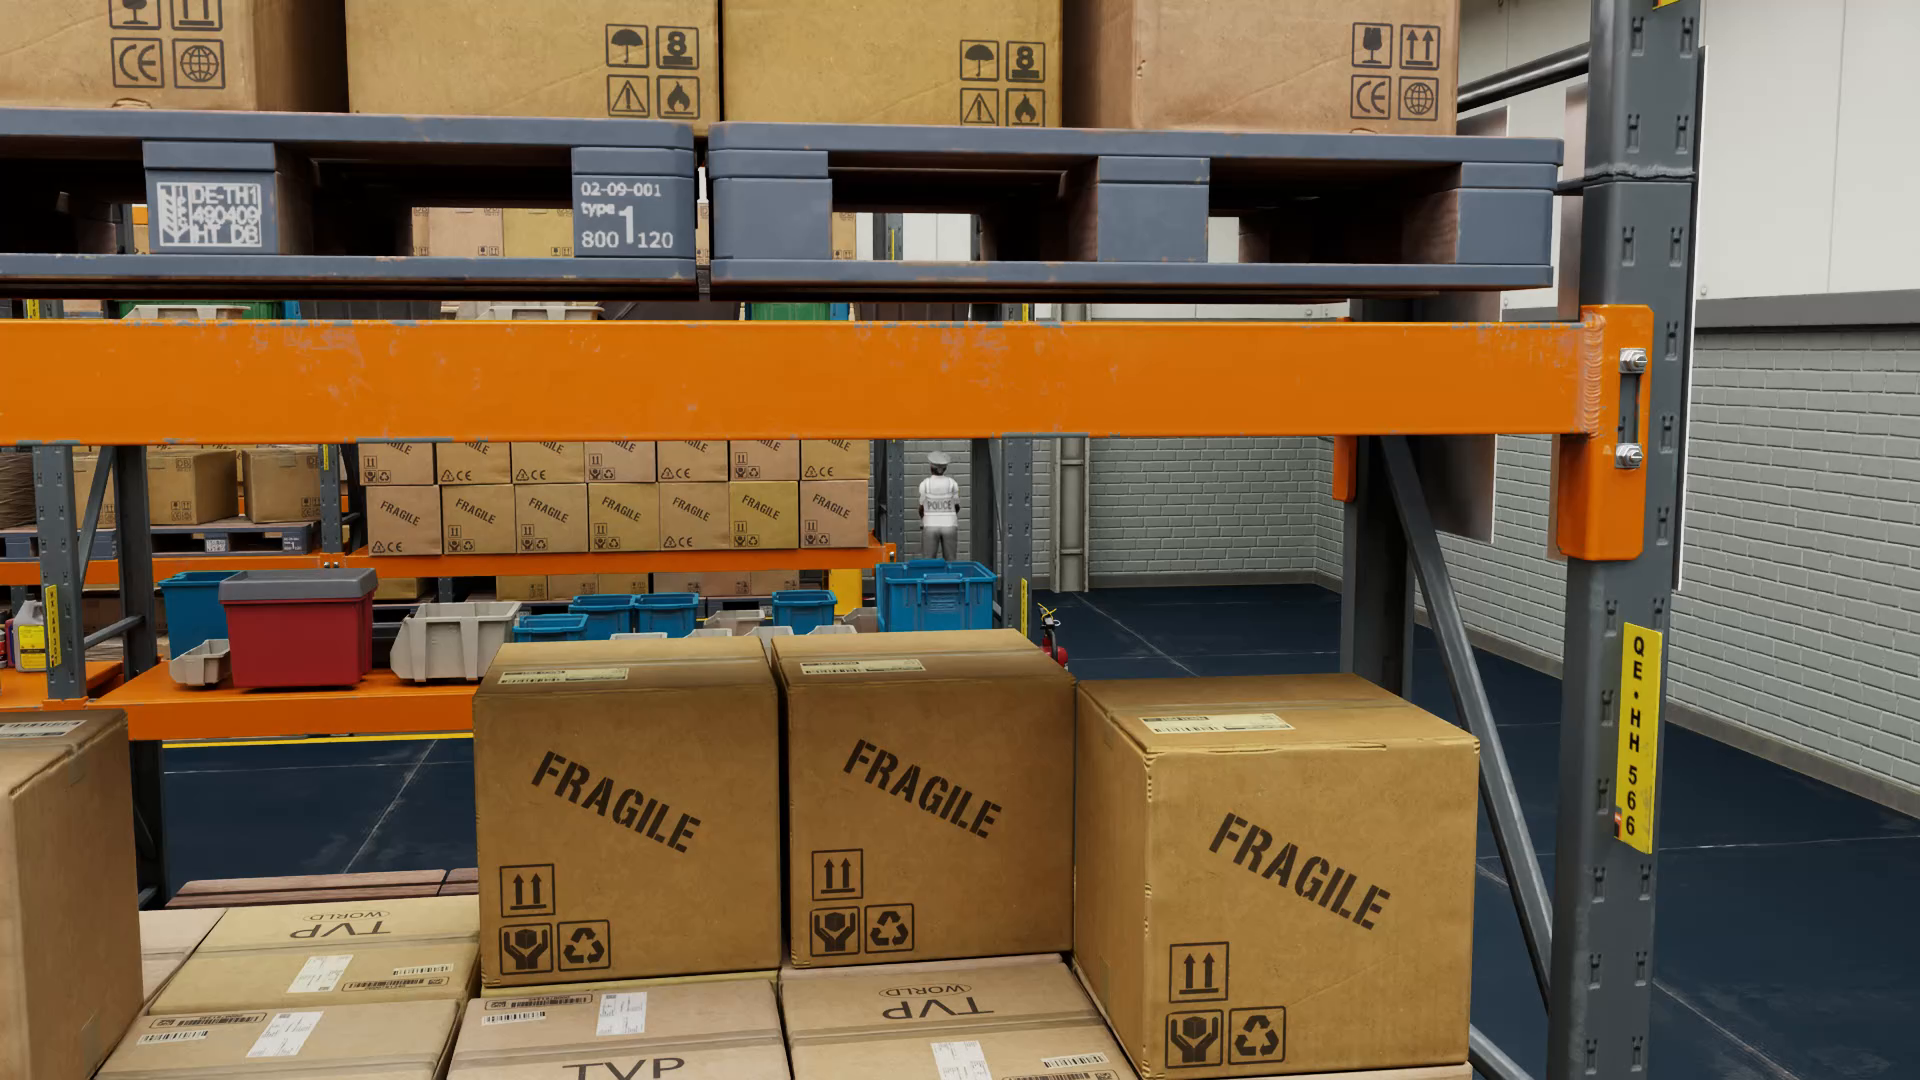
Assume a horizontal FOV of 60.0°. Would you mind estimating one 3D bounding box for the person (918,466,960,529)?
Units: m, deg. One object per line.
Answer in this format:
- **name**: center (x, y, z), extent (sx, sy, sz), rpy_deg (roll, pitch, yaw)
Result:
- **person**: center (-0.228, -0.515, 17.637), extent (0.450, 0.791, 0.517), rpy_deg (-1, 7, -8)
